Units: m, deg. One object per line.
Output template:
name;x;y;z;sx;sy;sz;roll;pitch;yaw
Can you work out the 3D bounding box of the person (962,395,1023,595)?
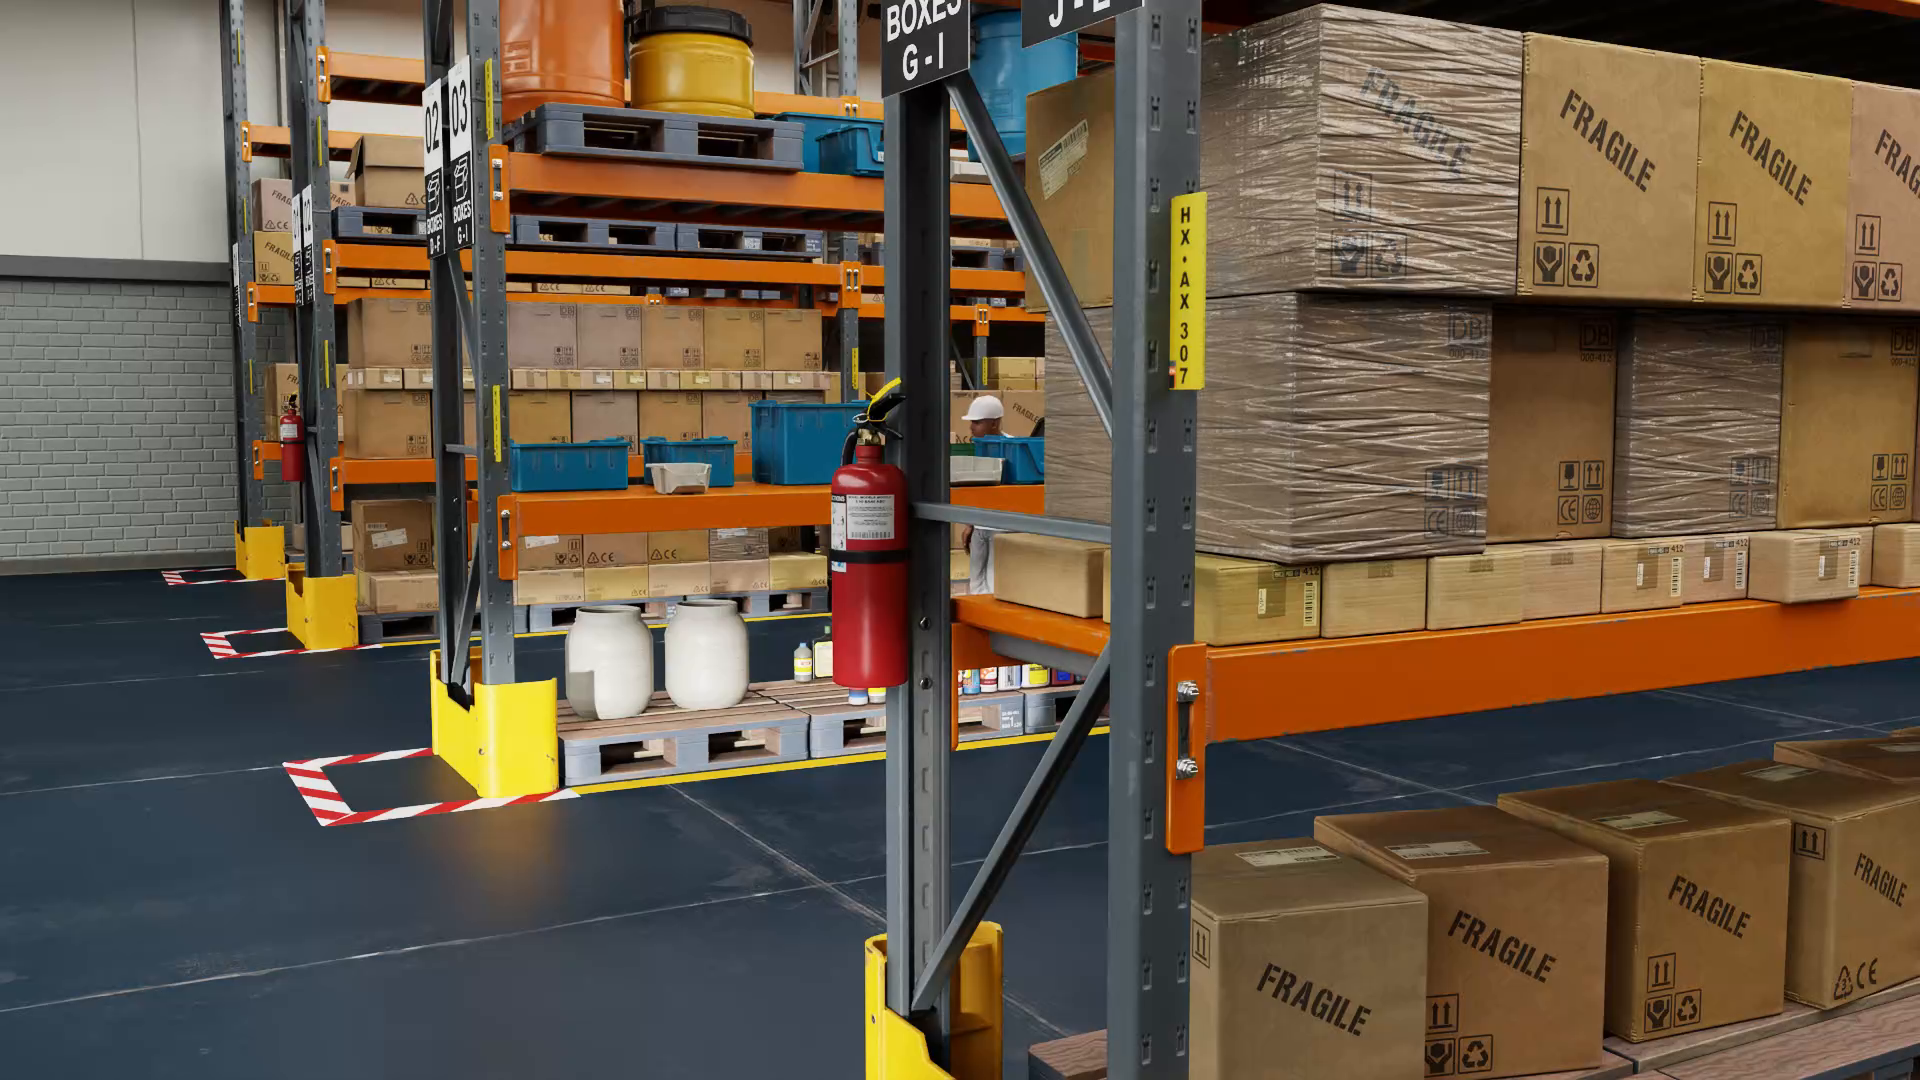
person;0.211;-0.051;10.737;0.462;1.761;0.629;-3;6;-29
